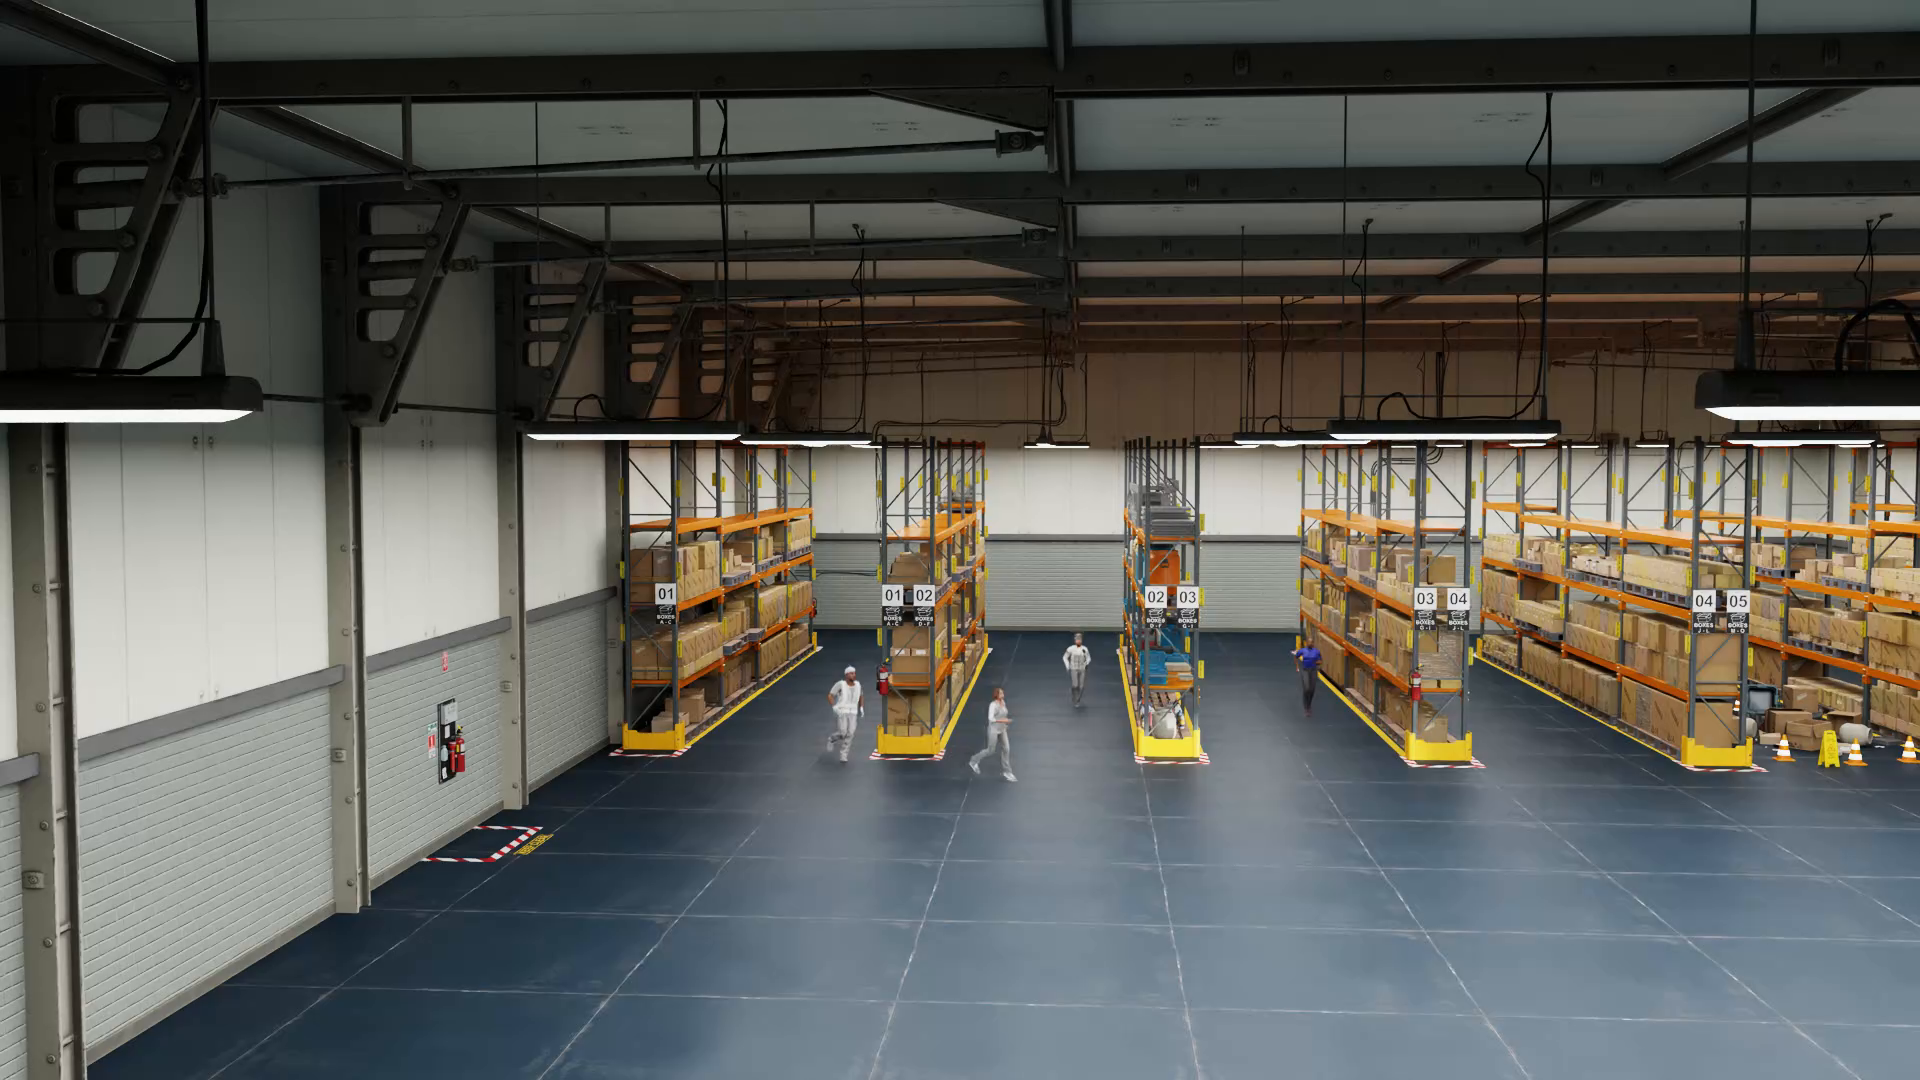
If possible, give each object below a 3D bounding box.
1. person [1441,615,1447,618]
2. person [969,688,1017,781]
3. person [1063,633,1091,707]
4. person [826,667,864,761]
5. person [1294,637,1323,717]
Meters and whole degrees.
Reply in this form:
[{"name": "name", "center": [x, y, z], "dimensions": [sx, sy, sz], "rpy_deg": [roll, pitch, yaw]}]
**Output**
[{"name": "person", "center": [13.340, 2.367, 46.674], "dimensions": [0.706, 1.804, 0.710], "rpy_deg": [3, 4, 45]}, {"name": "person", "center": [0.601, 3.369, 29.044], "dimensions": [0.885, 1.611, 0.550], "rpy_deg": [2, 4, 36]}, {"name": "person", "center": [2.639, 2.912, 37.141], "dimensions": [0.608, 1.650, 0.540], "rpy_deg": [0, 3, -7]}, {"name": "person", "center": [-2.079, 3.212, 30.895], "dimensions": [0.732, 1.714, 0.710], "rpy_deg": [-2, 4, -31]}, {"name": "person", "center": [7.598, 2.965, 36.217], "dimensions": [0.549, 1.705, 0.778], "rpy_deg": [0, 3, -4]}]
